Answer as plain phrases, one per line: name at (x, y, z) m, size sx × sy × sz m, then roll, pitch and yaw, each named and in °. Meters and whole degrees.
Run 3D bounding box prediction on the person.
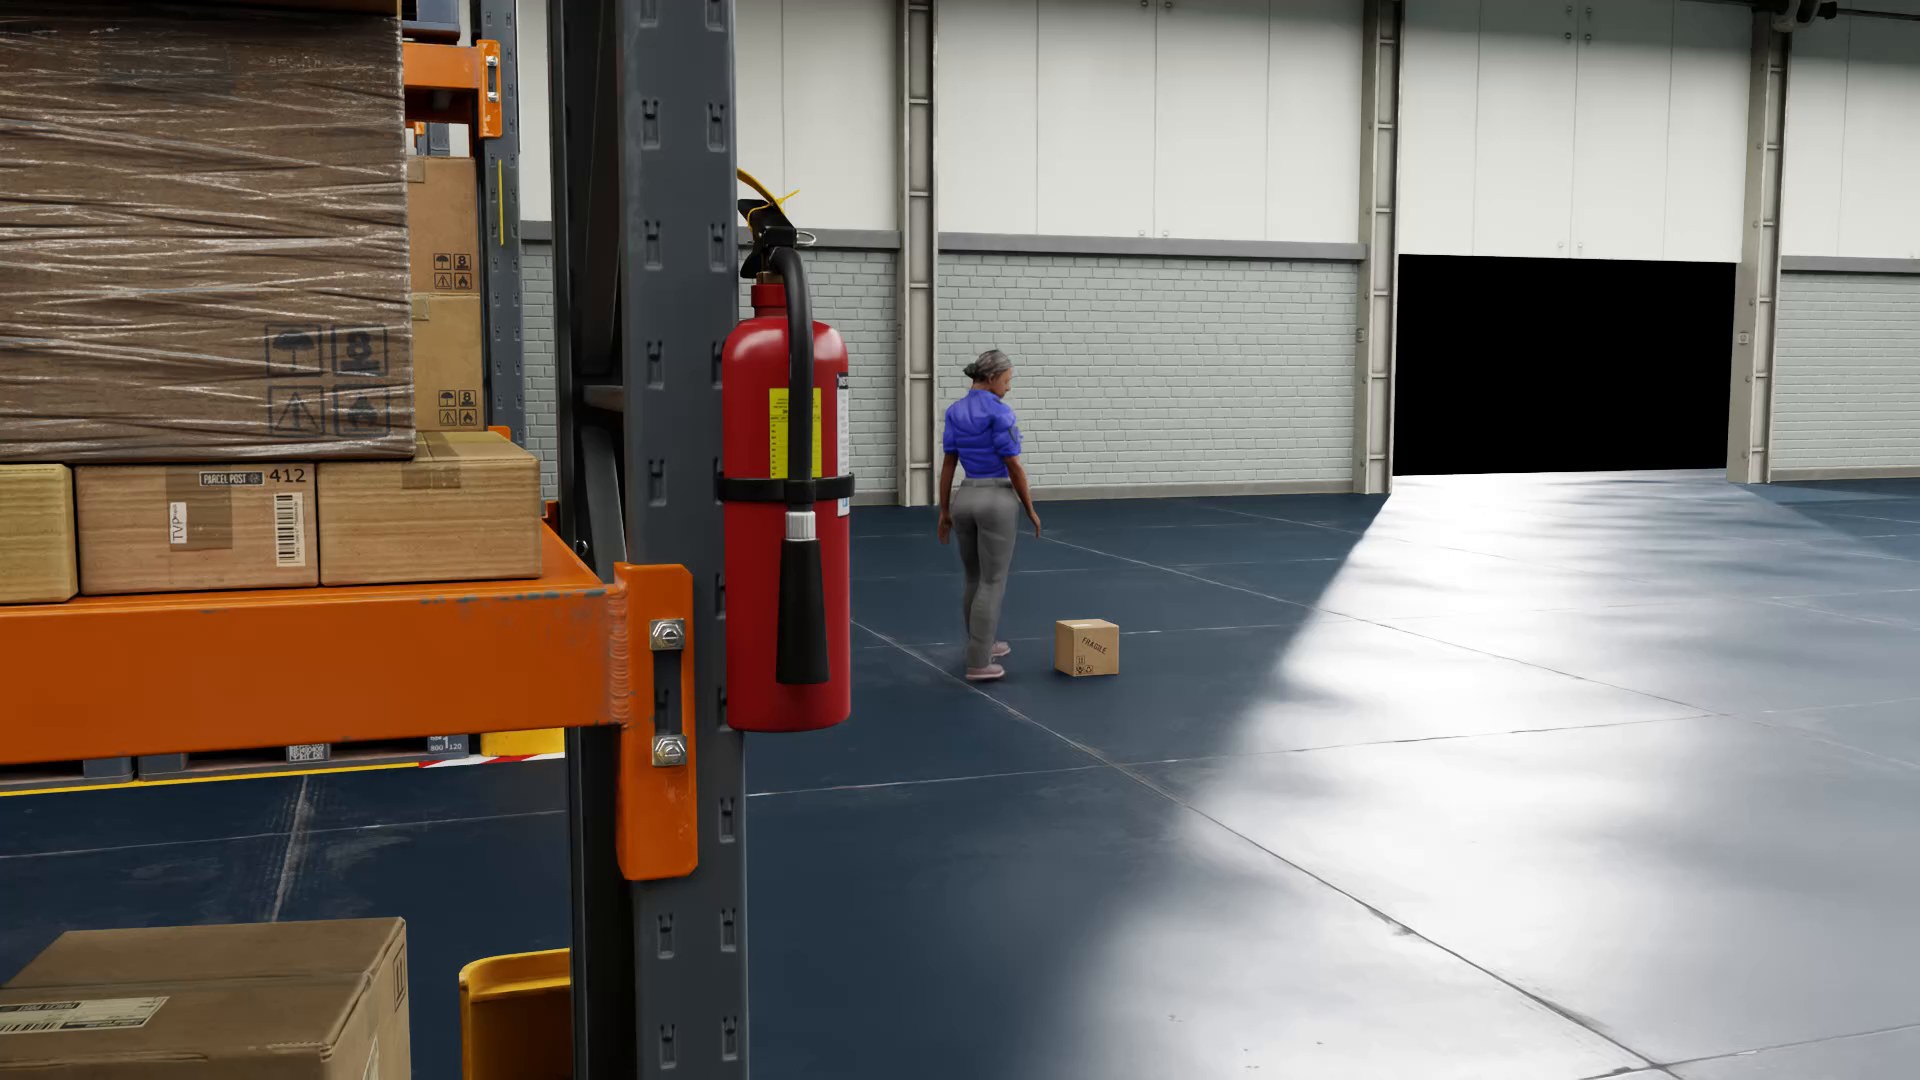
person at (0.184, -0.139, 8.422) m, size 0.547 × 1.638 × 0.667 m, roll 5°, pitch 8°, yaw 43°
